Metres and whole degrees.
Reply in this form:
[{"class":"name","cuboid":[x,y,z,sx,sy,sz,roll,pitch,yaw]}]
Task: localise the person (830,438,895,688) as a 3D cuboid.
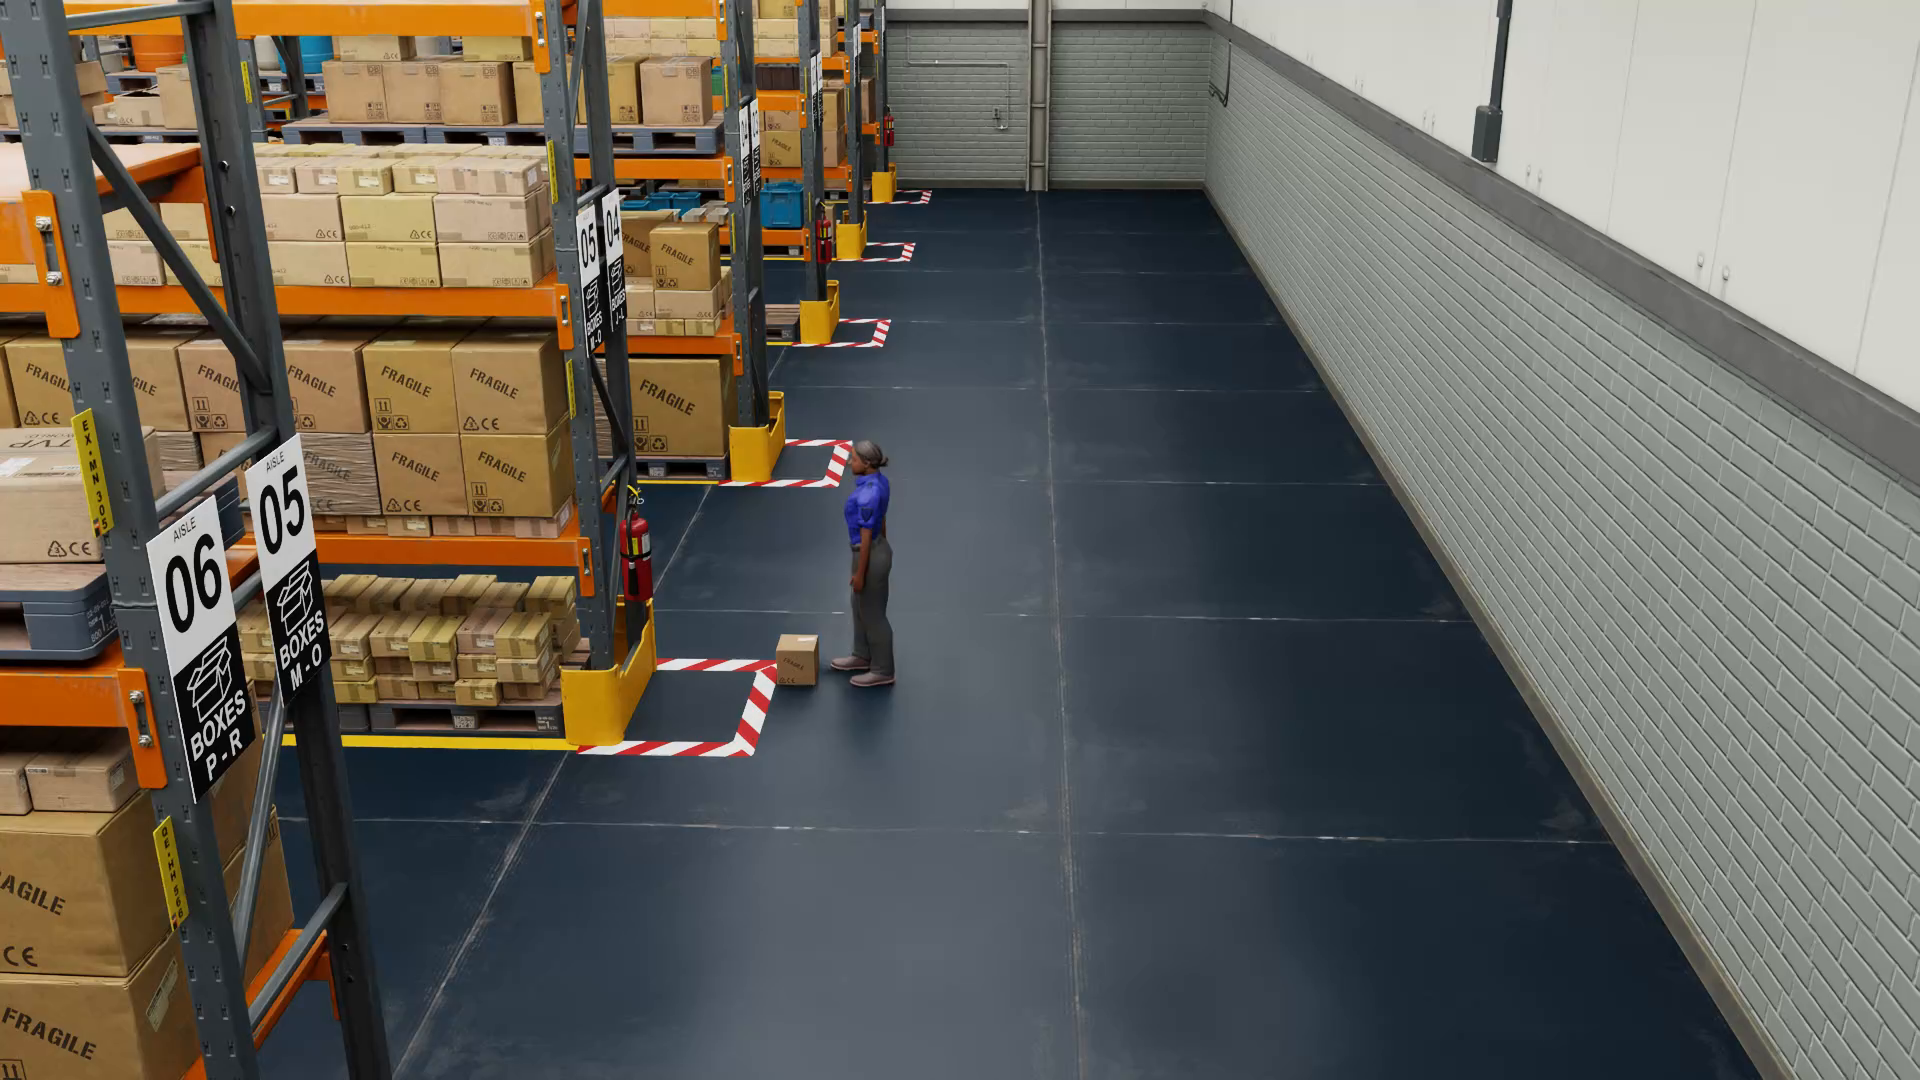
[{"class":"person","cuboid":[-0.648,0.142,10.710,0.452,1.657,0.449,1,21,3]}]
